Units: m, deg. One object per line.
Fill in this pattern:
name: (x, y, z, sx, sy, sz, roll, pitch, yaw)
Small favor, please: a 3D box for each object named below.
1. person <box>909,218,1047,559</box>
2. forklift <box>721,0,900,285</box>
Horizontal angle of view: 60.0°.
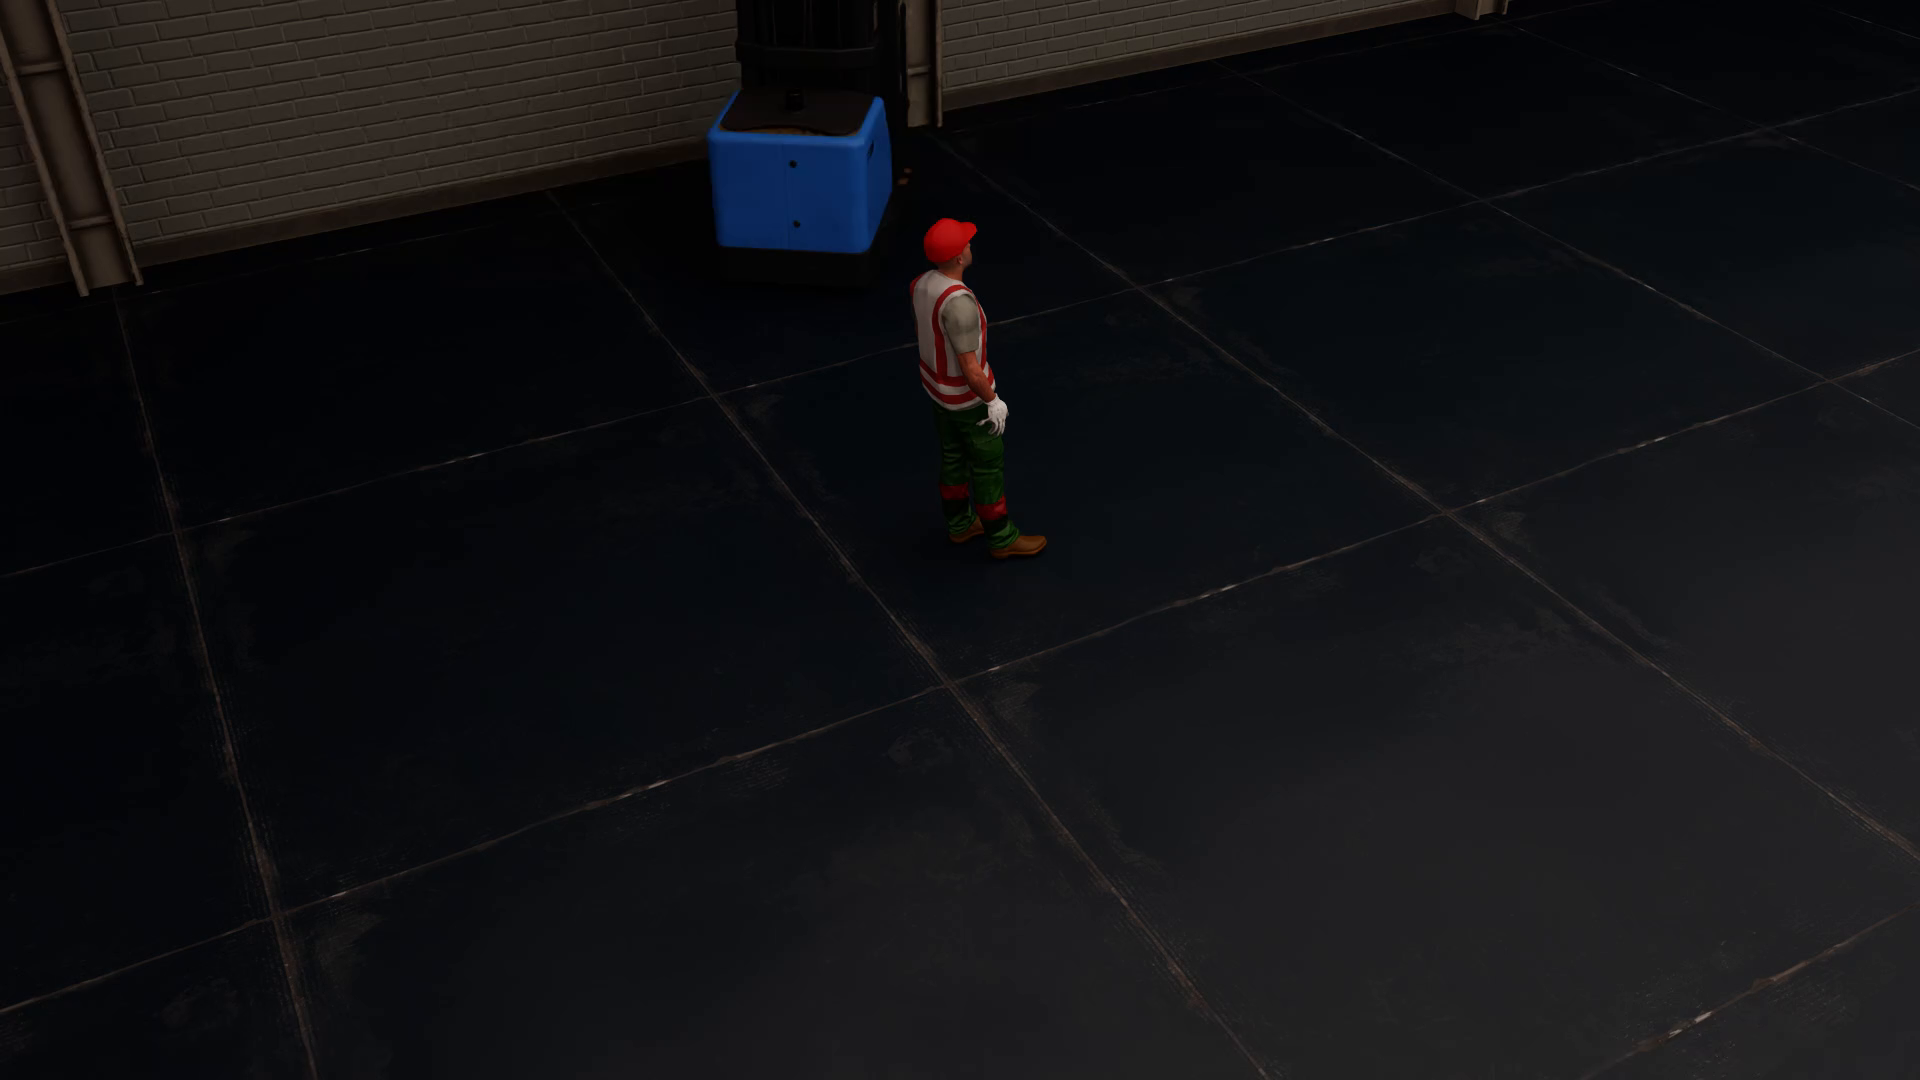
person: (0.077, -0.752, 8.163, 0.564, 1.787, 0.637, -17, 39, -23)
forklift: (-1.005, -3.685, 11.336, 1.130, 2.935, 3.031, 0, 35, 0)
